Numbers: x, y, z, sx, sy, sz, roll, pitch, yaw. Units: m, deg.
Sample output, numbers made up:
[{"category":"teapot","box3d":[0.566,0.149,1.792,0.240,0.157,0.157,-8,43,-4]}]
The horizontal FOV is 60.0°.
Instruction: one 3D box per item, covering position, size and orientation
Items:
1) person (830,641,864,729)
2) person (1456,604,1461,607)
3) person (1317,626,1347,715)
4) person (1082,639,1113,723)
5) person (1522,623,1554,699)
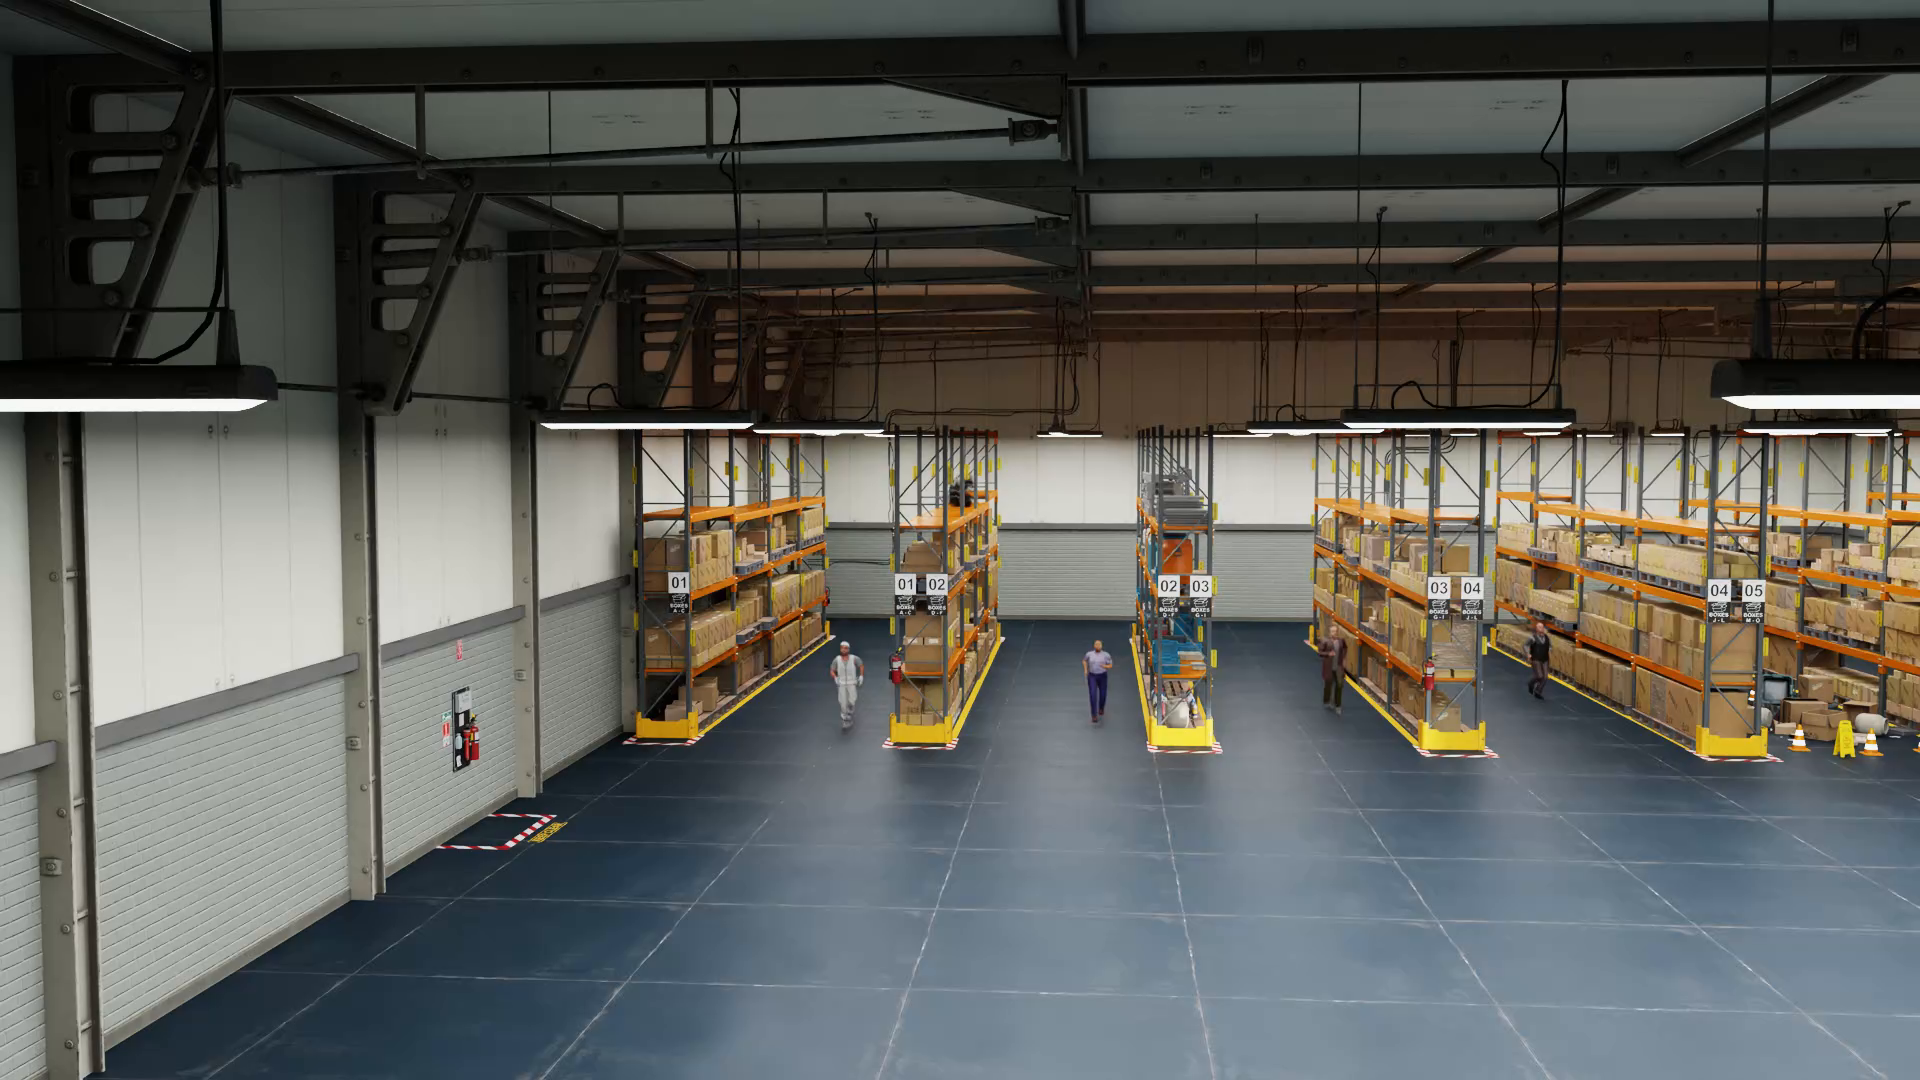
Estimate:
[{"category":"person","box3d":[-2.231,2.873,32.778,0.673,1.739,0.585,0,3,0]},{"category":"person","box3d":[13.424,2.211,43.844,0.683,1.726,0.633,0,3,-1]},{"category":"person","box3d":[7.858,2.824,35.021,0.699,1.641,0.811,0,3,-1]},{"category":"person","box3d":[2.813,2.841,33.945,0.605,1.635,0.943,0,3,1]},{"category":"person","box3d":[12.819,2.675,36.742,0.652,1.678,0.569,0,3,-7]}]
